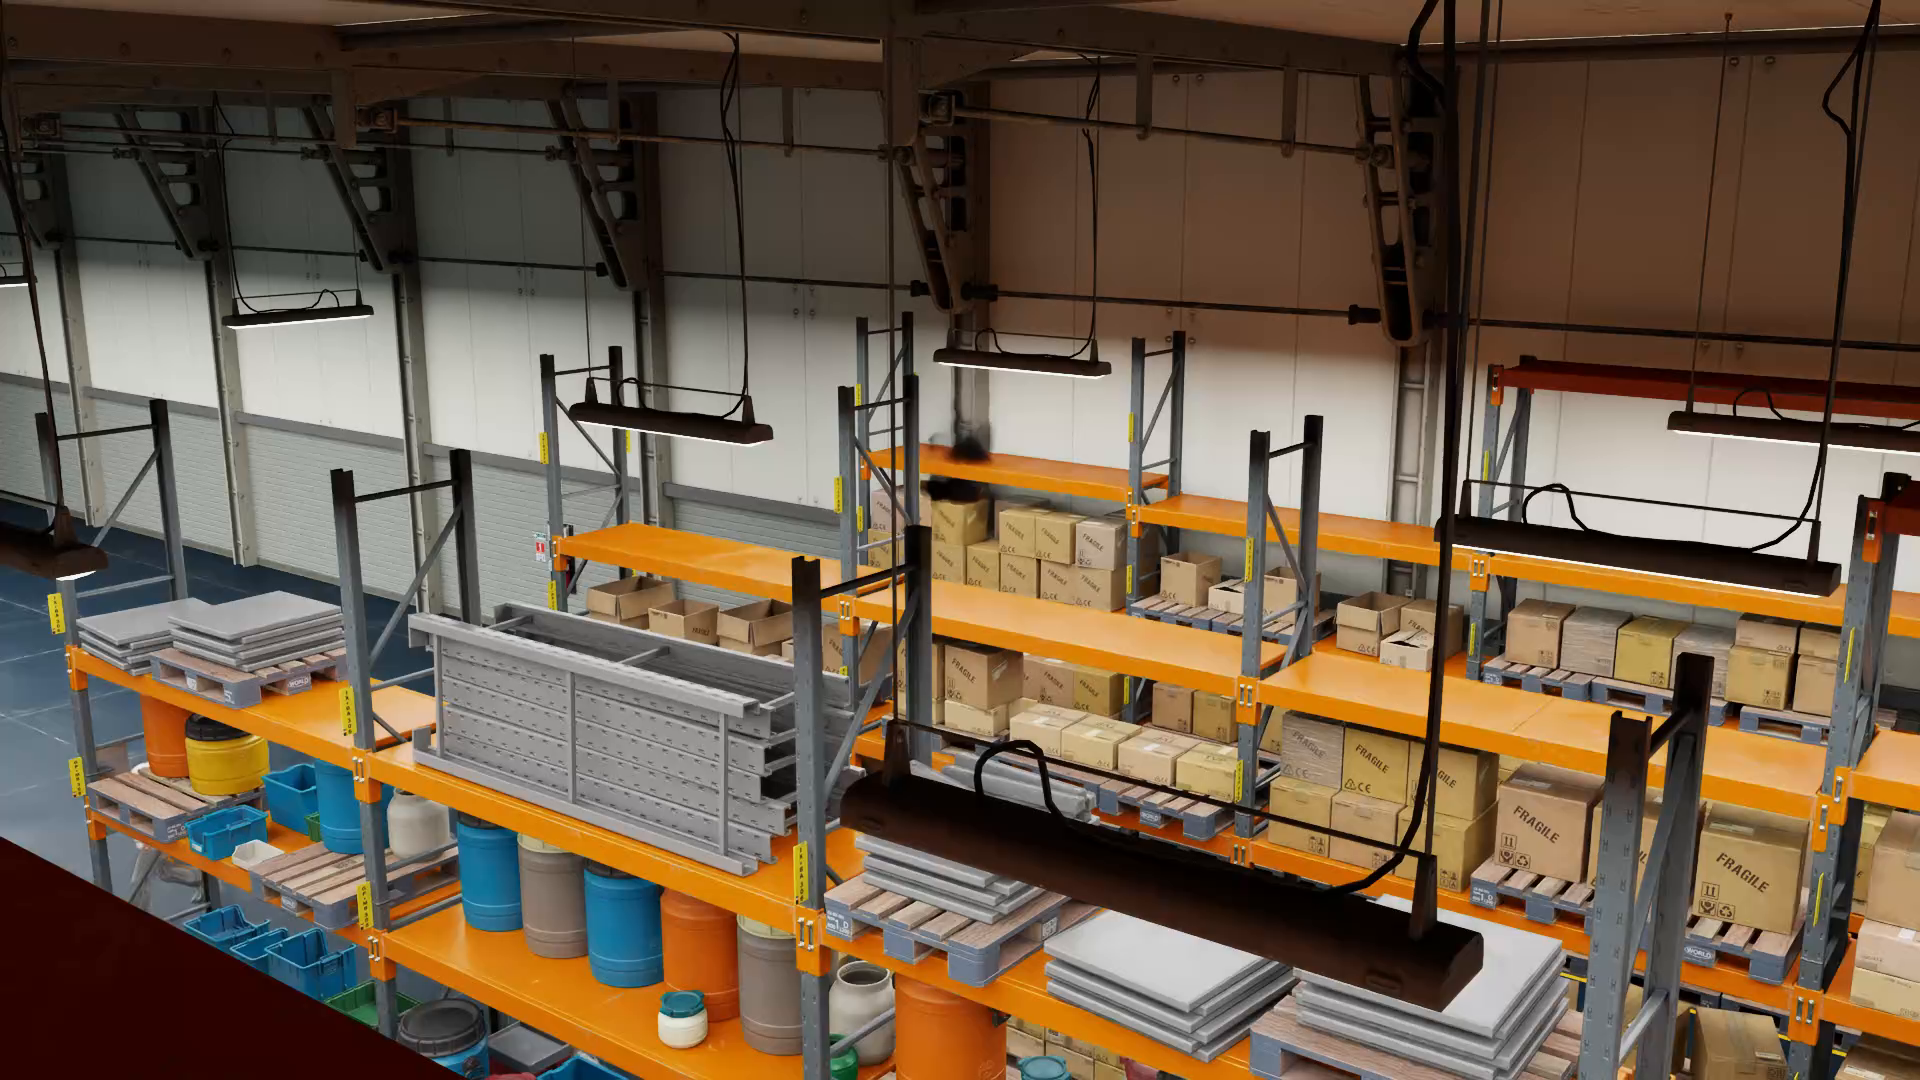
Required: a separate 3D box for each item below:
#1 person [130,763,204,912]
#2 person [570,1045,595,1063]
[{"bbox_3d":[-8.459,3.200,17.551,0.968,1.789,0.667,-7,15,-26],"label":"person"},{"bbox_3d":[-3.190,4.051,14.155,0.790,1.651,0.579,9,16,34],"label":"person"}]
